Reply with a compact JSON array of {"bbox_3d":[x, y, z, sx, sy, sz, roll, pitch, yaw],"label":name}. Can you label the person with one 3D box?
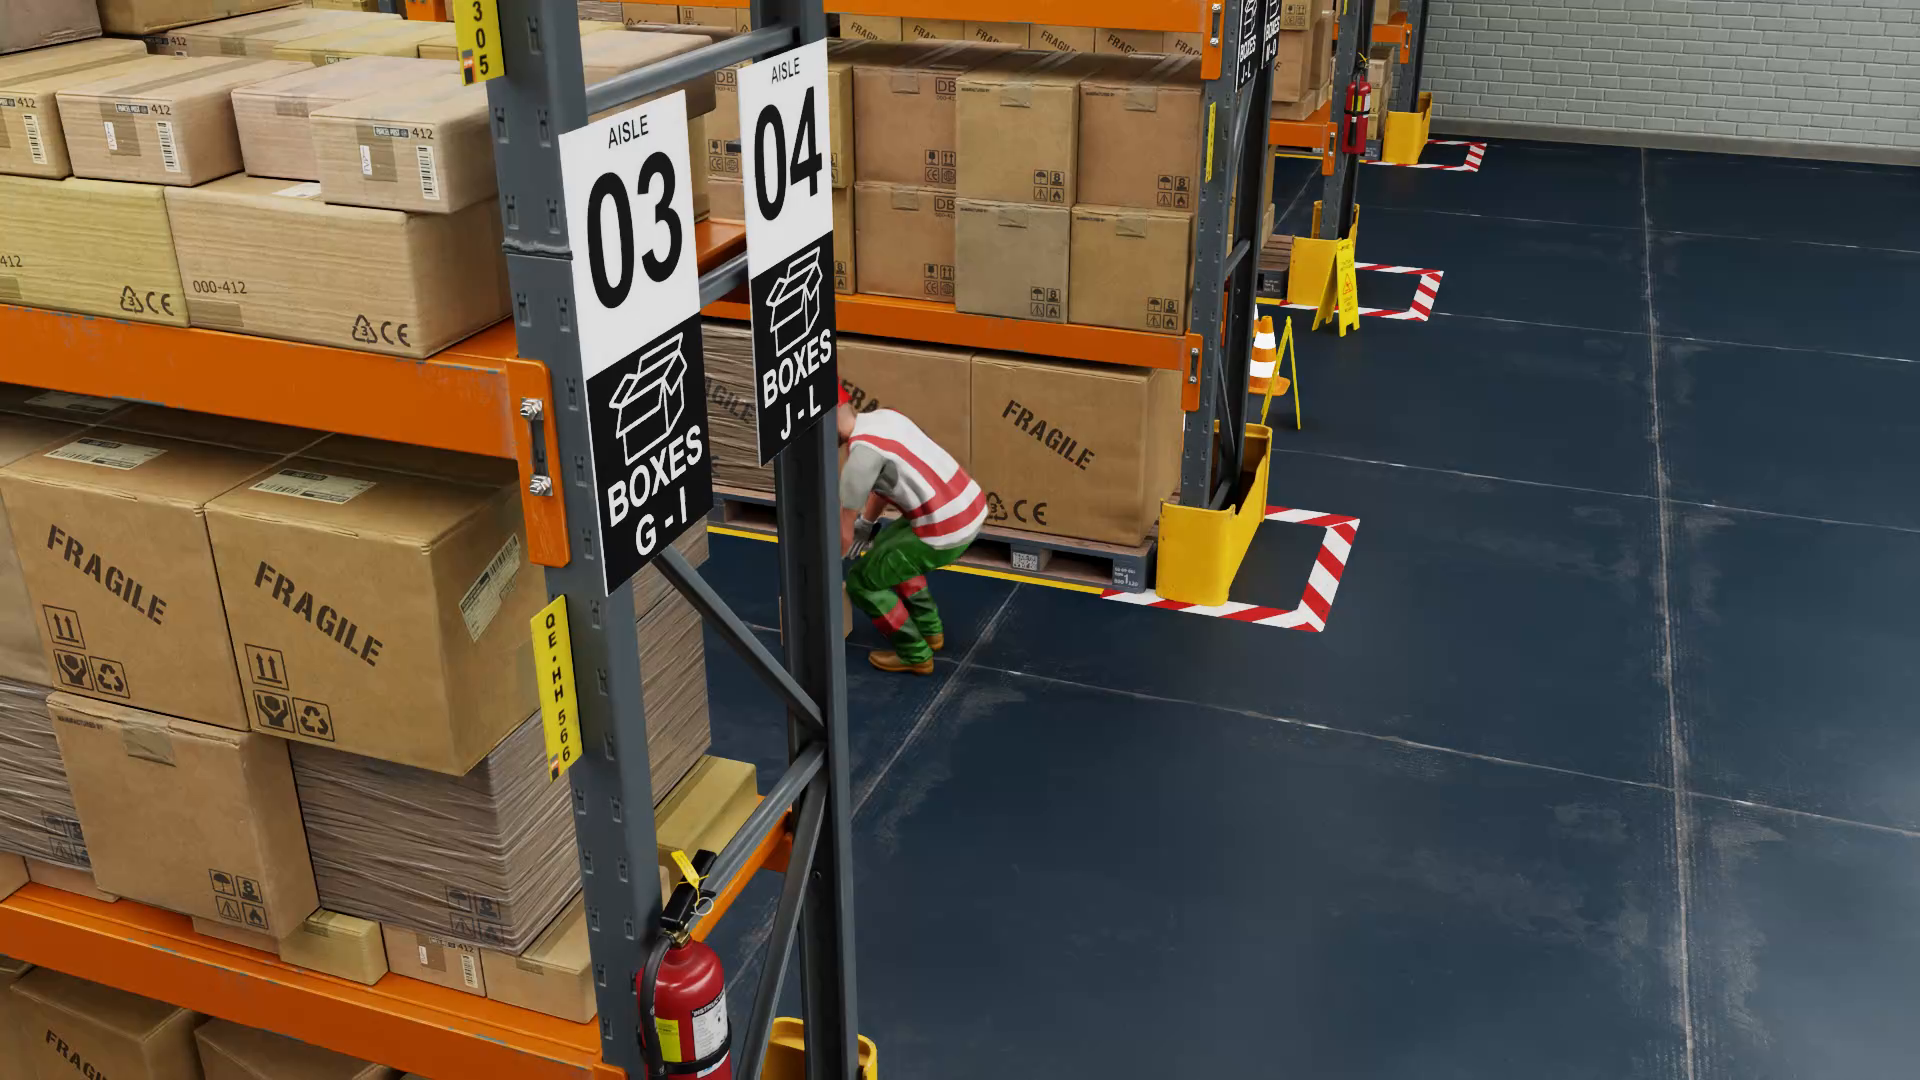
[{"bbox_3d":[-0.378,0.071,7.396,0.948,0.956,0.528,7,26,15],"label":"person"}]
